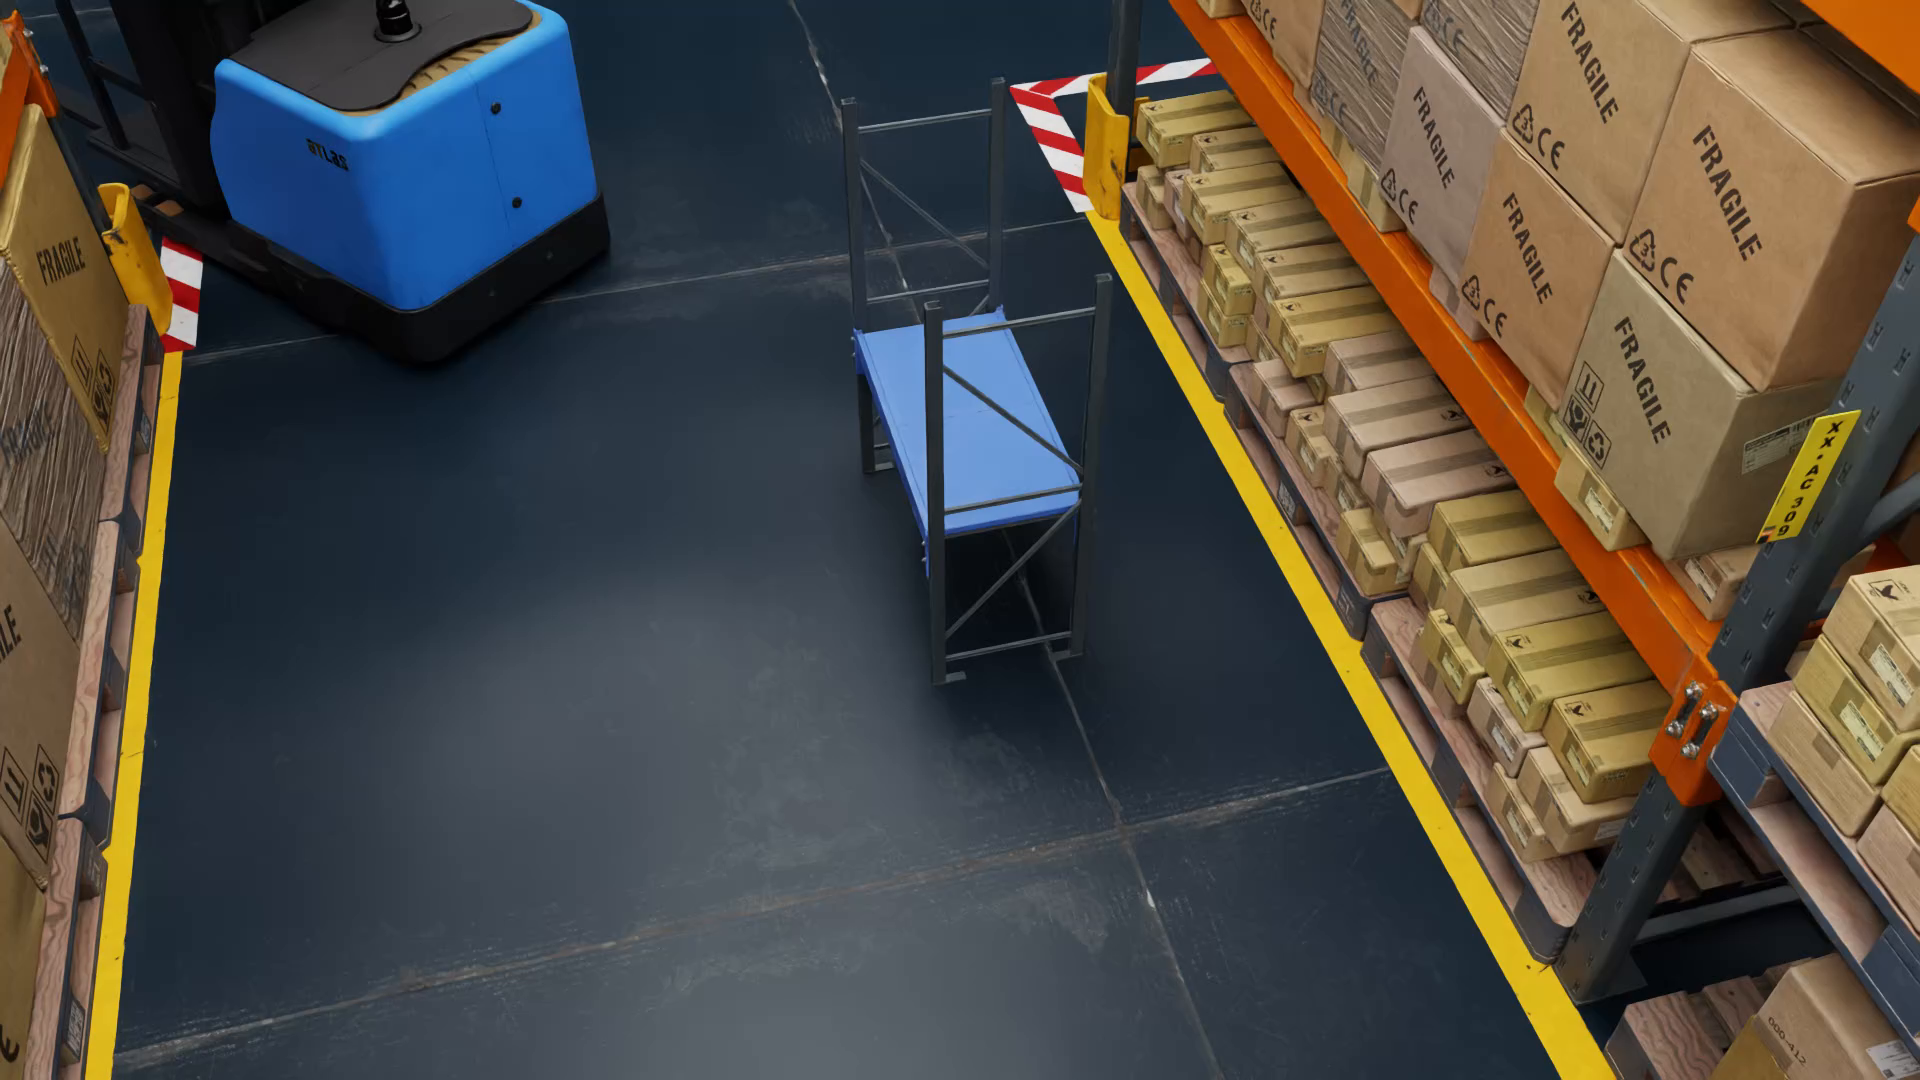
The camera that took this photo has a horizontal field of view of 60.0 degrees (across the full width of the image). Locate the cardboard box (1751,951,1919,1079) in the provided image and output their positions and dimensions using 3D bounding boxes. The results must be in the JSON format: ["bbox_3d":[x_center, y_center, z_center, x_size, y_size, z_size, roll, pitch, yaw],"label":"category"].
[{"bbox_3d":[2.067,1.106,3.497,0.500,0.250,0.500,-13,47,-12],"label":"cardboard box"}]

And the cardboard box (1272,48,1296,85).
[{"bbox_3d":[1.242,-1.598,5.392,0.380,0.149,0.250,-11,47,-11],"label":"cardboard box"}]

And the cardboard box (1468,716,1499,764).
[{"bbox_3d":[1.718,0.530,4.832,0.380,0.149,0.250,-10,46,-9],"label":"cardboard box"}]

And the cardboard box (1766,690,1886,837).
[{"bbox_3d":[1.789,0.379,3.160,0.380,0.149,0.250,-13,47,-12],"label":"cardboard box"}]

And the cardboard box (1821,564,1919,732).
[{"bbox_3d":[1.789,0.171,2.947,0.380,0.149,0.250,-9,46,-8],"label":"cardboard box"}]

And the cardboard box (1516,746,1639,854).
[{"bbox_3d":[1.745,0.670,4.487,0.380,0.149,0.250,-10,46,-10],"label":"cardboard box"}]

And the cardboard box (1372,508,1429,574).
[{"bbox_3d":[1.525,-0.060,5.202,0.380,0.149,0.250,-10,46,-9],"label":"cardboard box"}]

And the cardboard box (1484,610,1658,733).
[{"bbox_3d":[1.687,0.358,4.585,0.380,0.149,0.250,-10,46,-10],"label":"cardboard box"}]

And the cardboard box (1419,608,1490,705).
[{"bbox_3d":[1.578,0.303,4.846,0.380,0.149,0.250,-12,47,-12],"label":"cardboard box"}]

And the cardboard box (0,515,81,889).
[{"bbox_3d":[-3.009,0.425,4.427,0.875,0.875,0.875,-11,47,-10],"label":"cardboard box"}]

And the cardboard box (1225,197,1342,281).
[{"bbox_3d":[1.186,-1.091,6.004,0.380,0.149,0.250,-13,47,-12],"label":"cardboard box"}]

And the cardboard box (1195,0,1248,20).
[{"bbox_3d":[0.998,-1.944,5.731,0.380,0.149,0.250,-12,47,-11],"label":"cardboard box"}]

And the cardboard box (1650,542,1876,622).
[{"bbox_3d":[1.834,0.016,3.810,0.380,0.149,0.250,-11,47,-11],"label":"cardboard box"}]

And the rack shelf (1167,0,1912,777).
[{"bbox_3d":[1.621,-1.047,5.179,1.077,0.370,4.000,-11,47,-10],"label":"rack shelf"}]

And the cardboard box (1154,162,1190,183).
[{"bbox_3d":[0.995,-1.524,6.637,0.380,0.149,0.250,-9,46,-9],"label":"cardboard box"}]

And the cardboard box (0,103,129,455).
[{"bbox_3d":[-3.470,-0.818,5.645,0.875,0.875,0.875,-11,47,-10],"label":"cardboard box"}]

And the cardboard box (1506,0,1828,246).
[{"bbox_3d":[1.614,-1.038,3.688,0.500,0.500,0.500,-12,47,-12],"label":"cardboard box"}]

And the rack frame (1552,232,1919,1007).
[{"bbox_3d":[2.133,0.082,3.569,1.000,3.000,0.127,-11,47,-10],"label":"rack frame"}]

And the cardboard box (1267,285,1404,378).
[{"bbox_3d":[1.271,-0.708,5.629,0.380,0.149,0.250,-10,46,-10],"label":"cardboard box"}]

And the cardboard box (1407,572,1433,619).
[{"bbox_3d":[1.638,0.155,5.200,0.380,0.149,0.250,-12,47,-11],"label":"cardboard box"}]

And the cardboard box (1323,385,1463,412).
[{"bbox_3d":[1.449,-0.441,5.576,0.380,0.149,0.250,-9,46,-8],"label":"cardboard box"}]

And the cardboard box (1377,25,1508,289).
[{"bbox_3d":[1.478,-1.041,4.392,0.500,0.500,0.500,-11,47,-11],"label":"cardboard box"}]

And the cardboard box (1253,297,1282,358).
[{"bbox_3d":[1.279,-0.809,5.936,0.380,0.149,0.250,-13,47,-12],"label":"cardboard box"}]

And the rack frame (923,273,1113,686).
[{"bbox_3d":[0.152,-0.115,4.813,0.500,1.500,0.032,-11,47,-10],"label":"rack frame"}]

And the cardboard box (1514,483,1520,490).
[{"bbox_3d":[1.987,-0.181,5.321,0.380,0.149,0.250,-9,46,-8],"label":"cardboard box"}]

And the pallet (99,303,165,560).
[{"bbox_3d":[-3.431,-0.328,5.924,1.003,0.211,1.213,-11,47,-10],"label":"pallet"}]

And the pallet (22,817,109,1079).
[{"bbox_3d":[-2.806,1.356,4.273,1.003,0.211,1.213,-11,47,-10],"label":"pallet"}]

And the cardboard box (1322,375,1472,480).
[{"bbox_3d":[1.386,-0.360,5.288,0.380,0.149,0.250,-12,47,-12],"label":"cardboard box"}]

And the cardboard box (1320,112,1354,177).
[{"bbox_3d":[1.324,-1.240,5.041,0.380,0.149,0.250,-9,46,-9],"label":"cardboard box"}]

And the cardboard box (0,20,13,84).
[{"bbox_3d":[-3.302,-1.569,5.363,0.380,0.149,0.250,-10,46,-10],"label":"cardboard box"}]

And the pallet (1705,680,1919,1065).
[{"bbox_3d":[2.188,0.704,3.094,1.003,0.211,1.213,-11,47,-10],"label":"pallet"}]

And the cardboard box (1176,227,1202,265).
[{"bbox_3d":[1.080,-1.242,6.569,0.380,0.149,0.250,-11,47,-10],"label":"cardboard box"}]

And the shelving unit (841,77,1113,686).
[{"bbox_3d":[0.022,-0.466,5.157,0.538,1.500,1.048,-11,47,-10],"label":"shelving unit"}]

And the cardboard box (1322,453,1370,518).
[{"bbox_3d":[1.437,-0.182,5.530,0.380,0.149,0.250,-10,46,-10],"label":"cardboard box"}]

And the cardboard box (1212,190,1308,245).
[{"bbox_3d":[1.159,-1.172,6.292,0.380,0.149,0.250,-10,46,-10],"label":"cardboard box"}]

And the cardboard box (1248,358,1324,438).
[{"bbox_3d":[1.247,-0.529,5.870,0.380,0.149,0.250,-13,47,-12],"label":"cardboard box"}]

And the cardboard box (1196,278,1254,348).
[{"bbox_3d":[1.110,-0.876,6.210,0.380,0.149,0.250,-10,46,-10],"label":"cardboard box"}]

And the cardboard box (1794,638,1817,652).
[{"bbox_3d":[2.232,0.248,4.692,0.380,0.149,0.250,-9,46,-8],"label":"cardboard box"}]

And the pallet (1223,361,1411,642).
[{"bbox_3d":[1.611,-0.243,5.840,1.003,0.211,1.213,-11,47,-10],"label":"pallet"}]

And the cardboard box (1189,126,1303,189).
[{"bbox_3d":[1.102,-1.444,6.351,0.380,0.149,0.250,-10,46,-10],"label":"cardboard box"}]

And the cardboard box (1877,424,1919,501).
[{"bbox_3d":[2.250,-0.445,3.807,0.500,0.500,0.500,-11,47,-11],"label":"cardboard box"}]

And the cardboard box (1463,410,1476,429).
[{"bbox_3d":[1.838,-0.433,5.776,0.380,0.149,0.250,-9,46,-9],"label":"cardboard box"}]

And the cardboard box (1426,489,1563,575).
[{"bbox_3d":[1.625,-0.006,4.941,0.380,0.149,0.250,-9,46,-9],"label":"cardboard box"}]

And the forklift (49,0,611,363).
[{"bbox_3d":[-2.930,-2.557,6.204,3.031,2.935,1.130,28,52,24],"label":"forklift"}]

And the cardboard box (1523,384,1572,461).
[{"bbox_3d":[1.652,-0.337,4.156,0.380,0.149,0.250,-9,46,-9],"label":"cardboard box"}]
